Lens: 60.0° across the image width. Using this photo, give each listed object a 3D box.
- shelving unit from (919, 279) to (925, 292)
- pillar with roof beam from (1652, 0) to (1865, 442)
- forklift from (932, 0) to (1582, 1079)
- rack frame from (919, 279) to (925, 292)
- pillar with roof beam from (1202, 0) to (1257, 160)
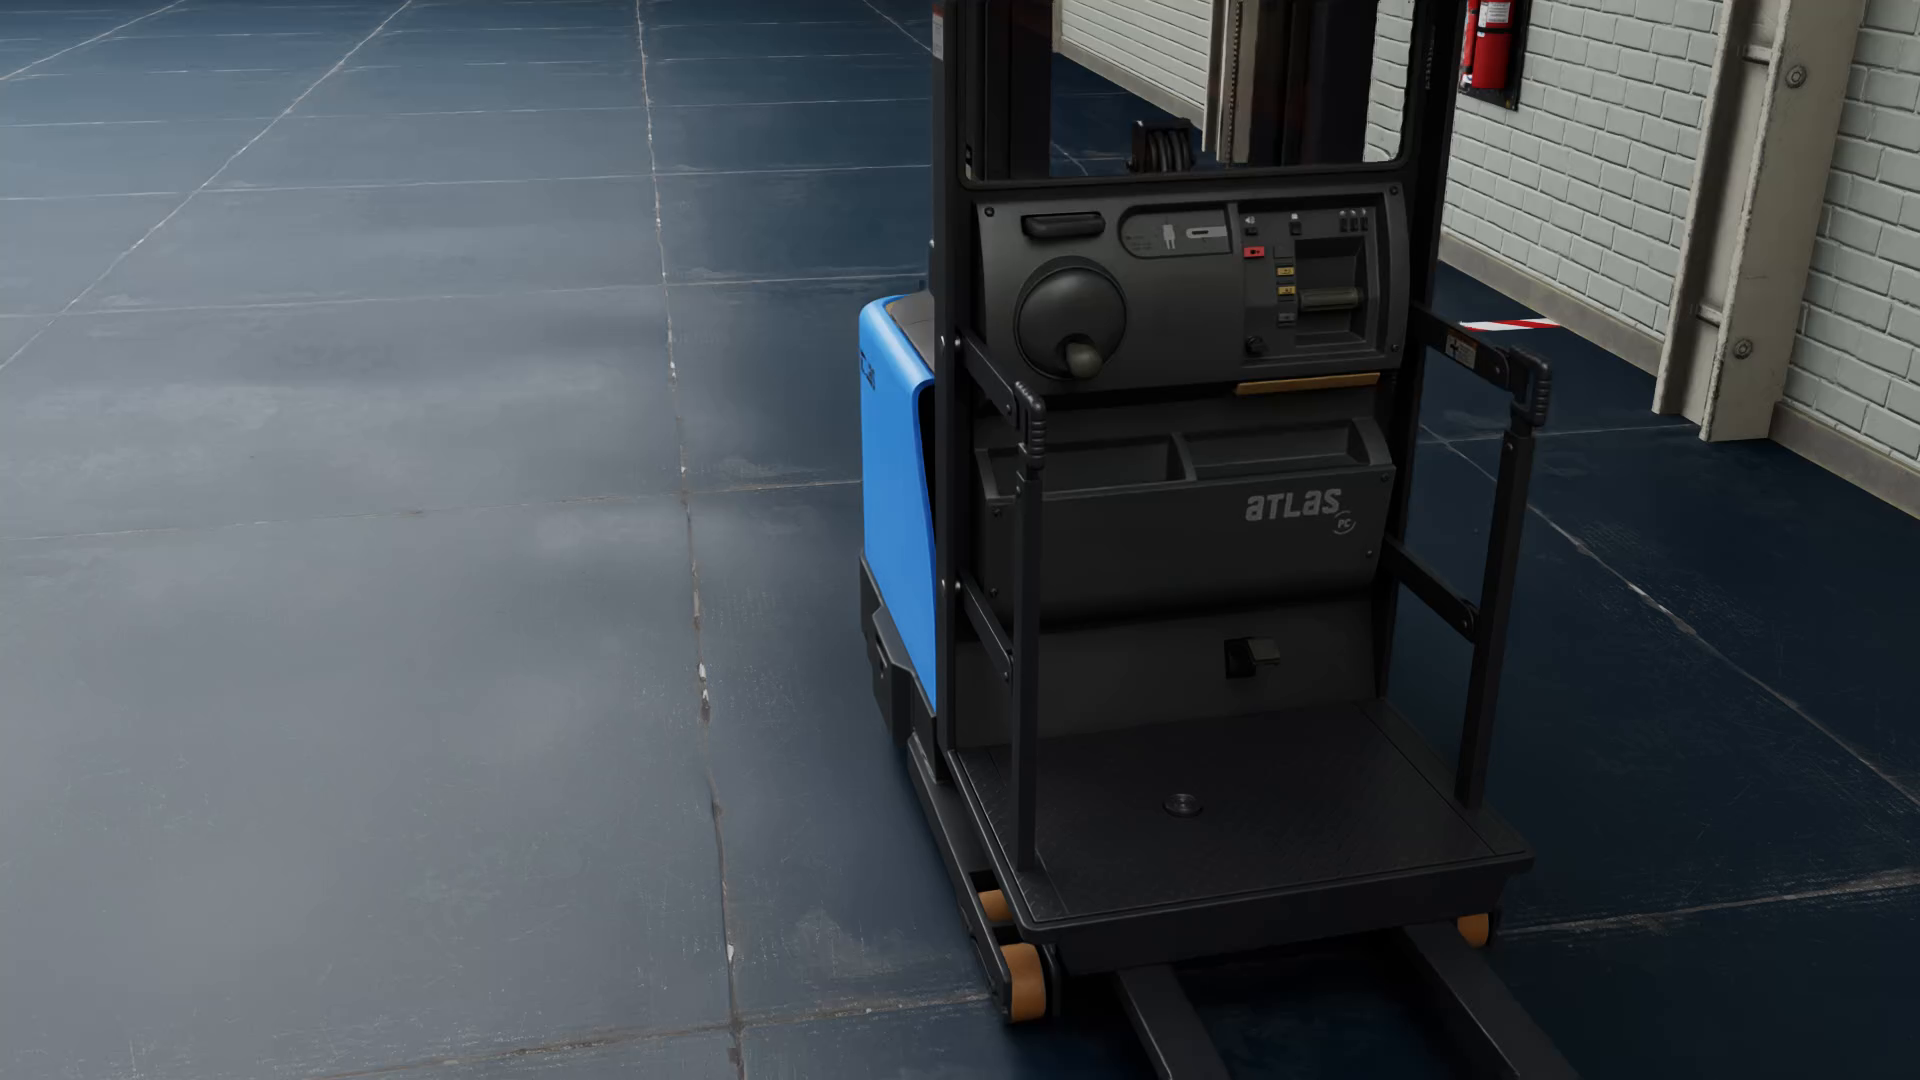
[{"bbox_3d":[0.001,-0.409,5.563,0.258,0.900,0.210,-4,24,-10],"label":"shelving unit"},{"bbox_3d":[-1.133,-4.287,4.323,9.100,9.000,0.400,-4,24,-10],"label":"pillar with roof beam"},{"bbox_3d":[0.534,-0.507,3.250,1.110,2.935,3.031,-5,24,-12],"label":"forklift"},{"bbox_3d":[-0.017,-0.449,5.654,0.240,0.900,0.006,-4,24,-10],"label":"rack frame"},{"bbox_3d":[-2.242,-6.647,9.726,9.100,9.000,0.400,-4,24,-10],"label":"pillar with roof beam"}]
